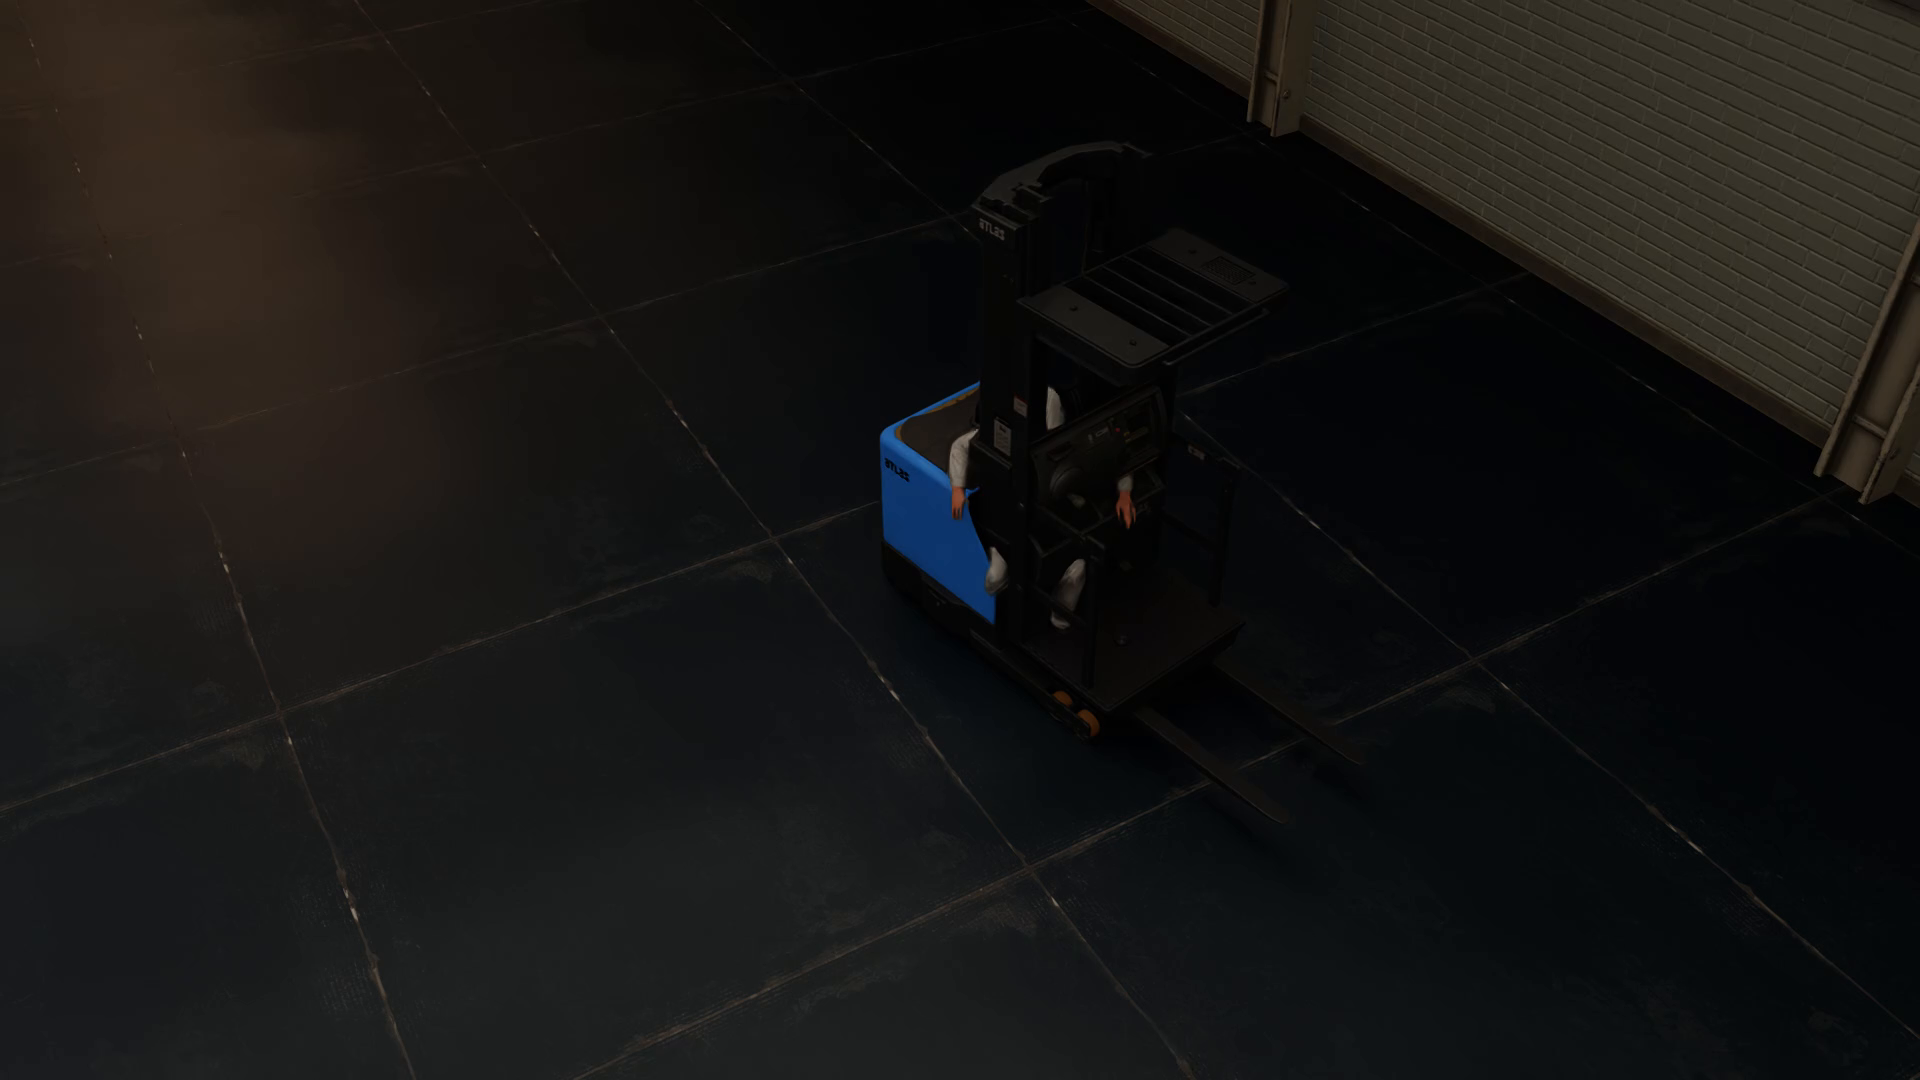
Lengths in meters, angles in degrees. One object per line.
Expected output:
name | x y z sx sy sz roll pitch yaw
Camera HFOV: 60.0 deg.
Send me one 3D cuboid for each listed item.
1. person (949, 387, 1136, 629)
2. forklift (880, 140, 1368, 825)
person | 0.443 -0.080 9.057 1.019 1.587 0.815 1 40 2
forklift | 0.873 -0.410 8.531 1.130 2.935 3.031 -29 48 -30
